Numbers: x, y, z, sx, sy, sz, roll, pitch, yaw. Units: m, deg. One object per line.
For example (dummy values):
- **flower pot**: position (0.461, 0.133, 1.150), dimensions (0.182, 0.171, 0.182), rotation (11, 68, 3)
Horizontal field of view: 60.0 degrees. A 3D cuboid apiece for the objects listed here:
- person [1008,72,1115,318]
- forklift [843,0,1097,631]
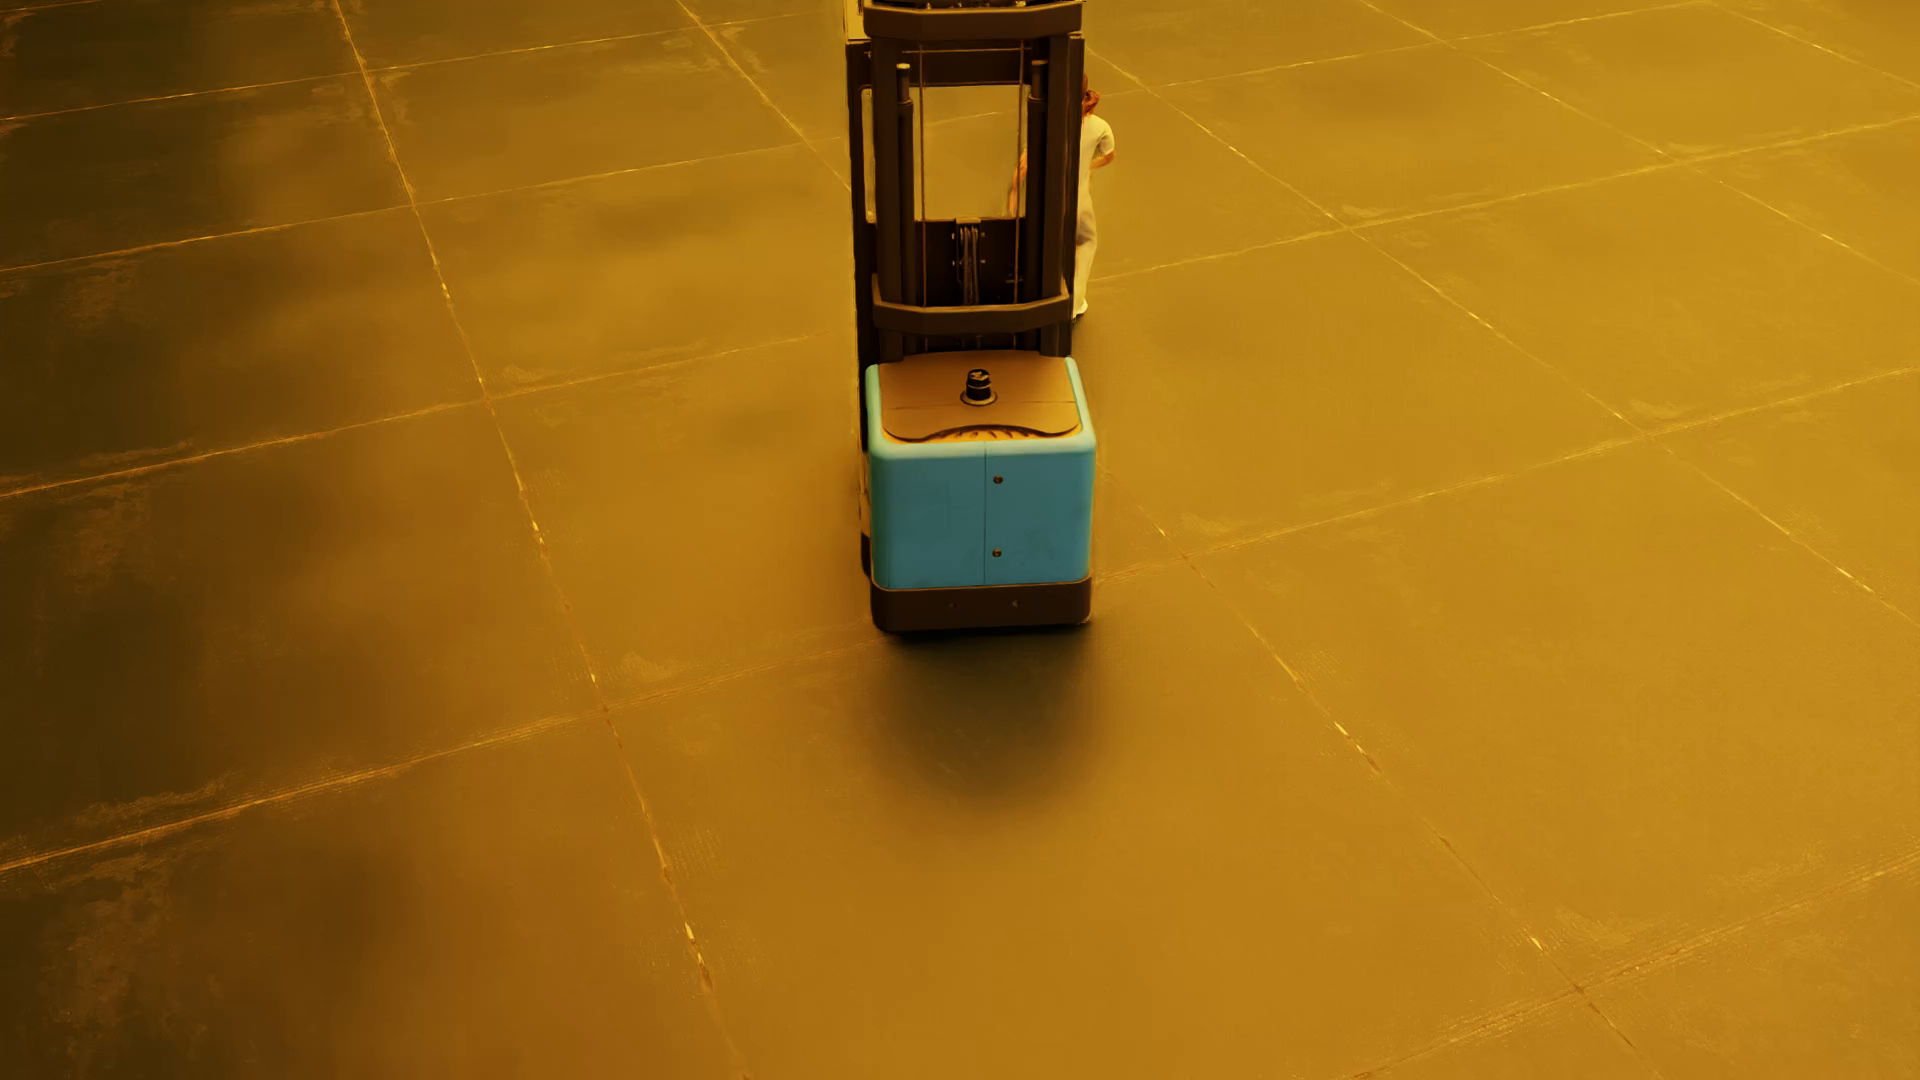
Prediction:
- **person**: position (0.627, -2.124, 10.251), dimensions (0.616, 1.617, 0.655), rotation (4, 36, 6)
- **forklift**: position (0.005, -1.595, 8.341), dimensions (1.130, 2.935, 3.031), rotation (-2, 35, -3)
